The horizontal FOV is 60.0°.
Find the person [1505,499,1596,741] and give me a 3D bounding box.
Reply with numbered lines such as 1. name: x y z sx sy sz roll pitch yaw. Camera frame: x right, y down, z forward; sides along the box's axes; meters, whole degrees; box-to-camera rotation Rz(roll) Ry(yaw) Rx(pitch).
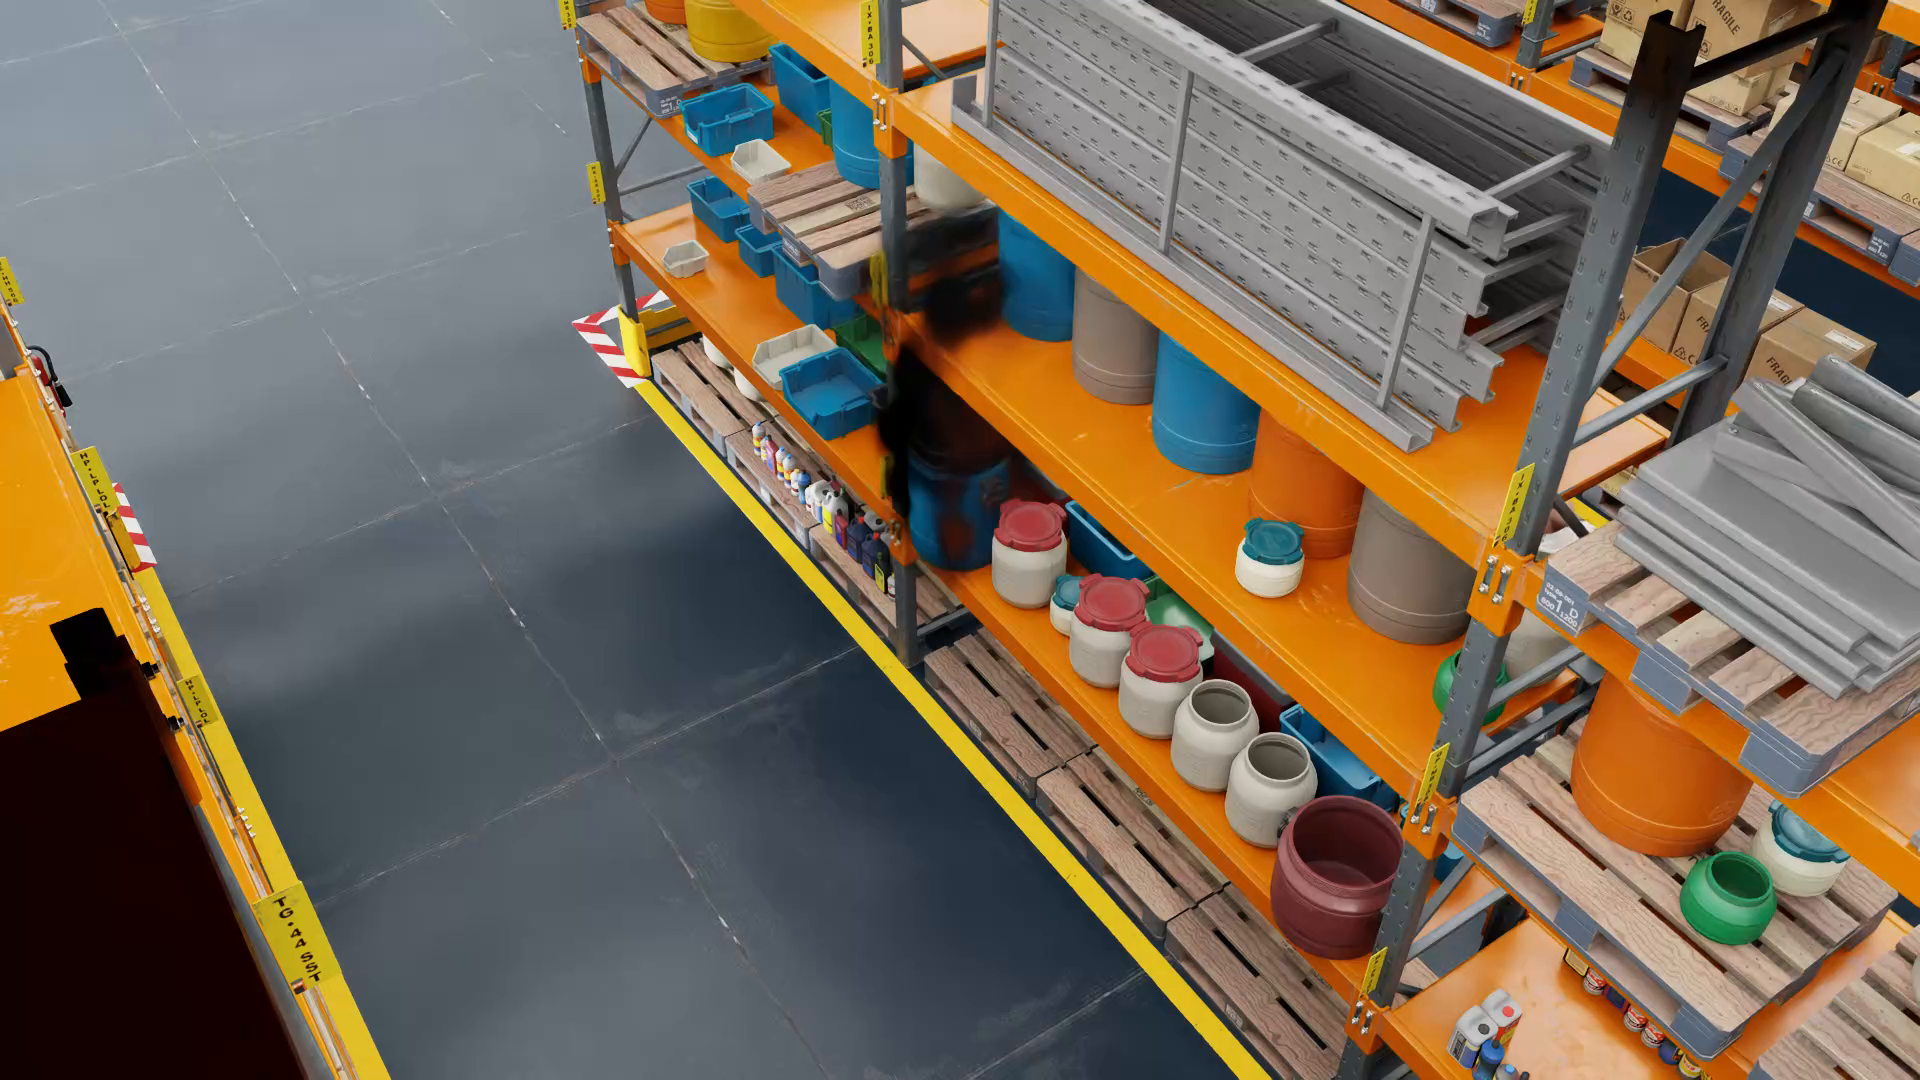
1. person: 3.264 0.419 9.696 0.766 1.834 0.684 32 52 30
